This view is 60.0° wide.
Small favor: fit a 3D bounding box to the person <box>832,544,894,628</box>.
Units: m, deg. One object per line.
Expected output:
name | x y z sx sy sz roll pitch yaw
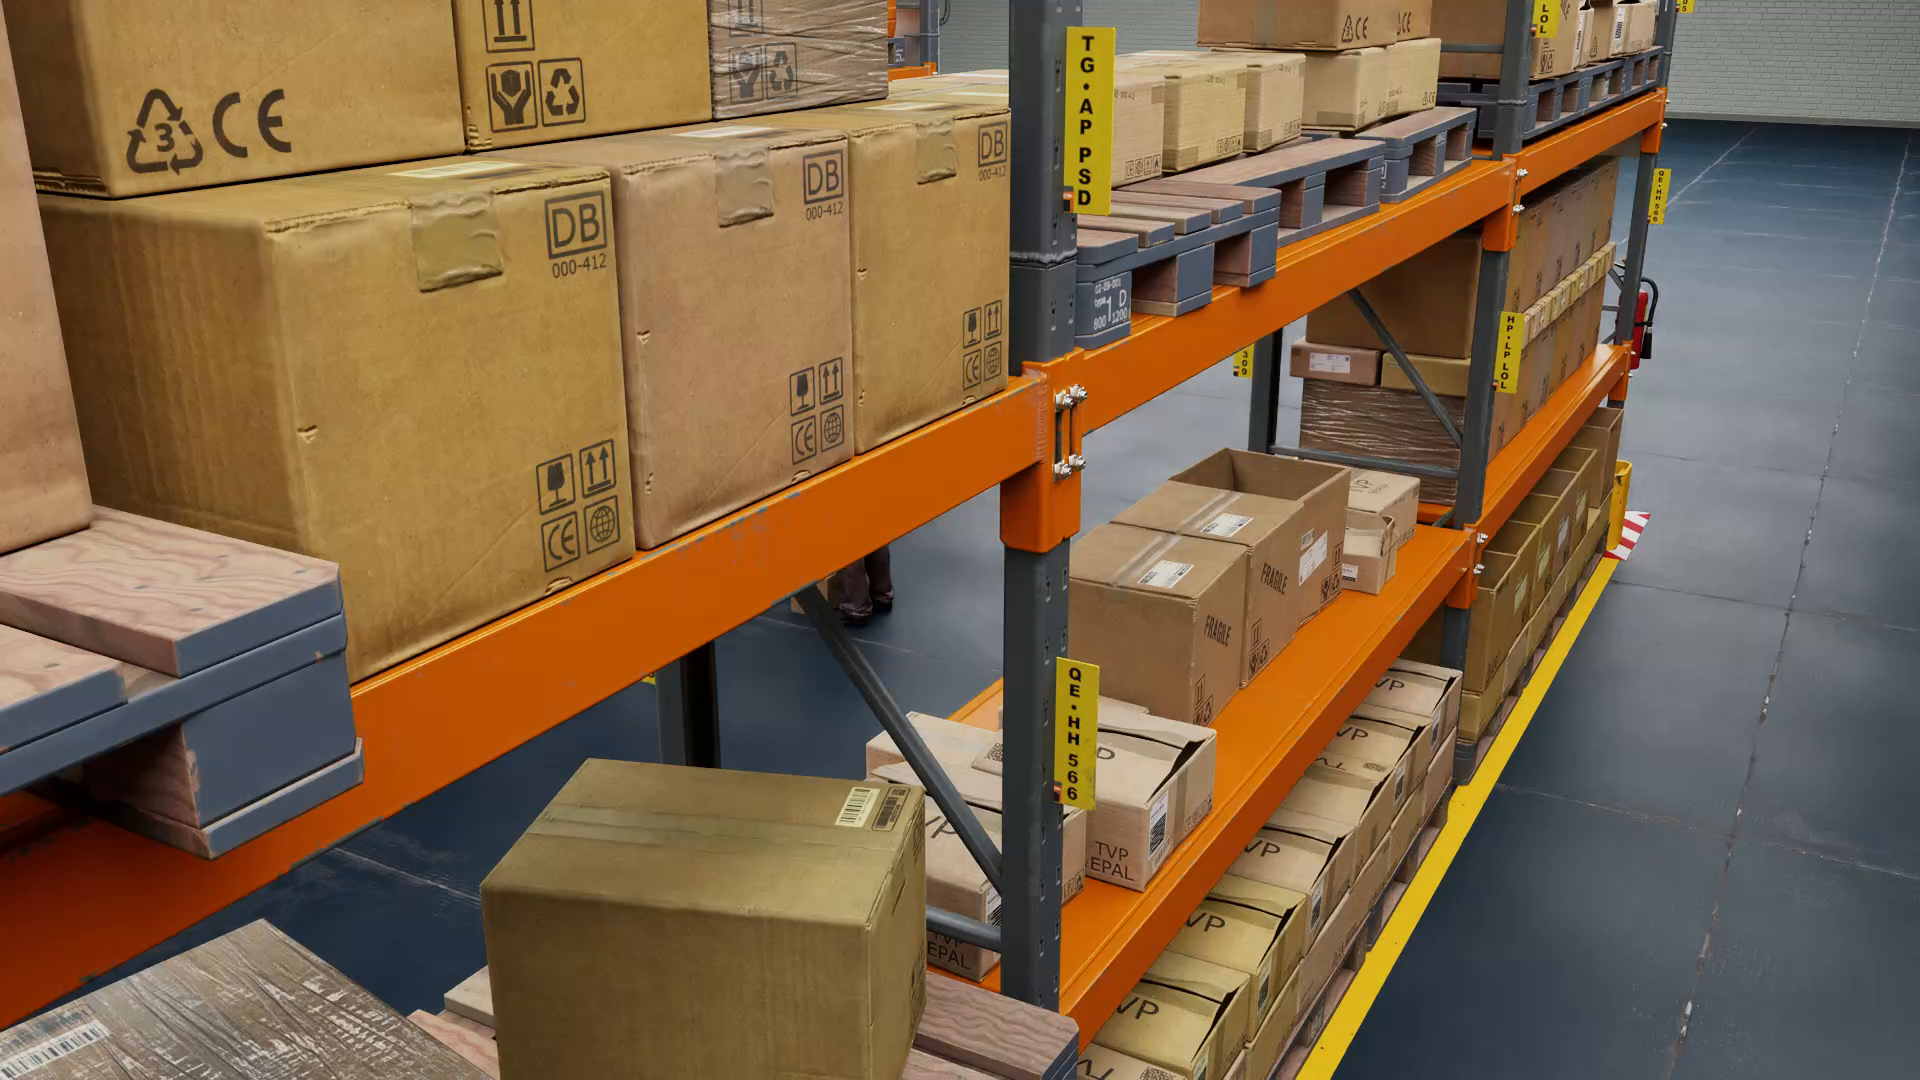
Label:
person | -0.557 -0.372 9.165 0.417 1.722 0.591 9 21 25
